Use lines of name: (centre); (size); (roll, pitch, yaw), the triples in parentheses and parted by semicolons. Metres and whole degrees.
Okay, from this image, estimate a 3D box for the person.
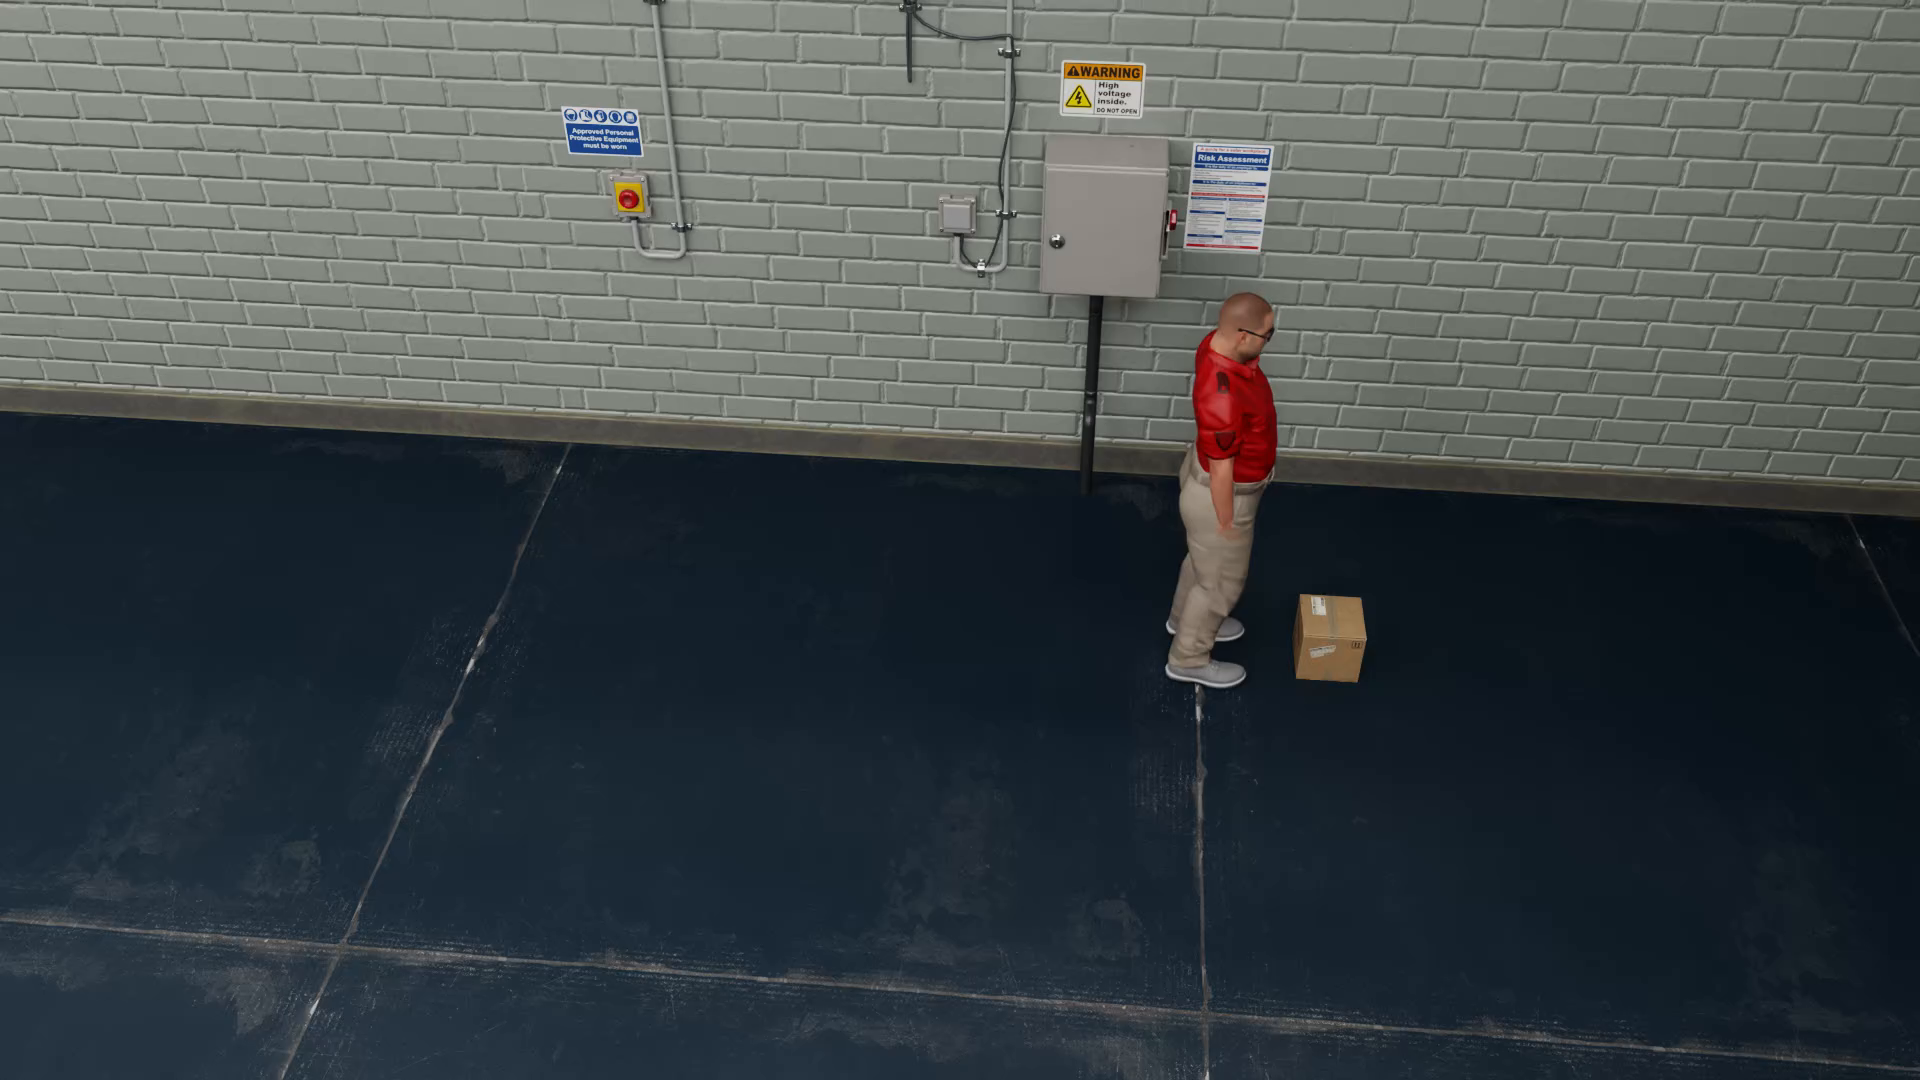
person: (1.025, -0.200, 6.419); (0.358, 1.721, 0.530); (4, 40, 5)
